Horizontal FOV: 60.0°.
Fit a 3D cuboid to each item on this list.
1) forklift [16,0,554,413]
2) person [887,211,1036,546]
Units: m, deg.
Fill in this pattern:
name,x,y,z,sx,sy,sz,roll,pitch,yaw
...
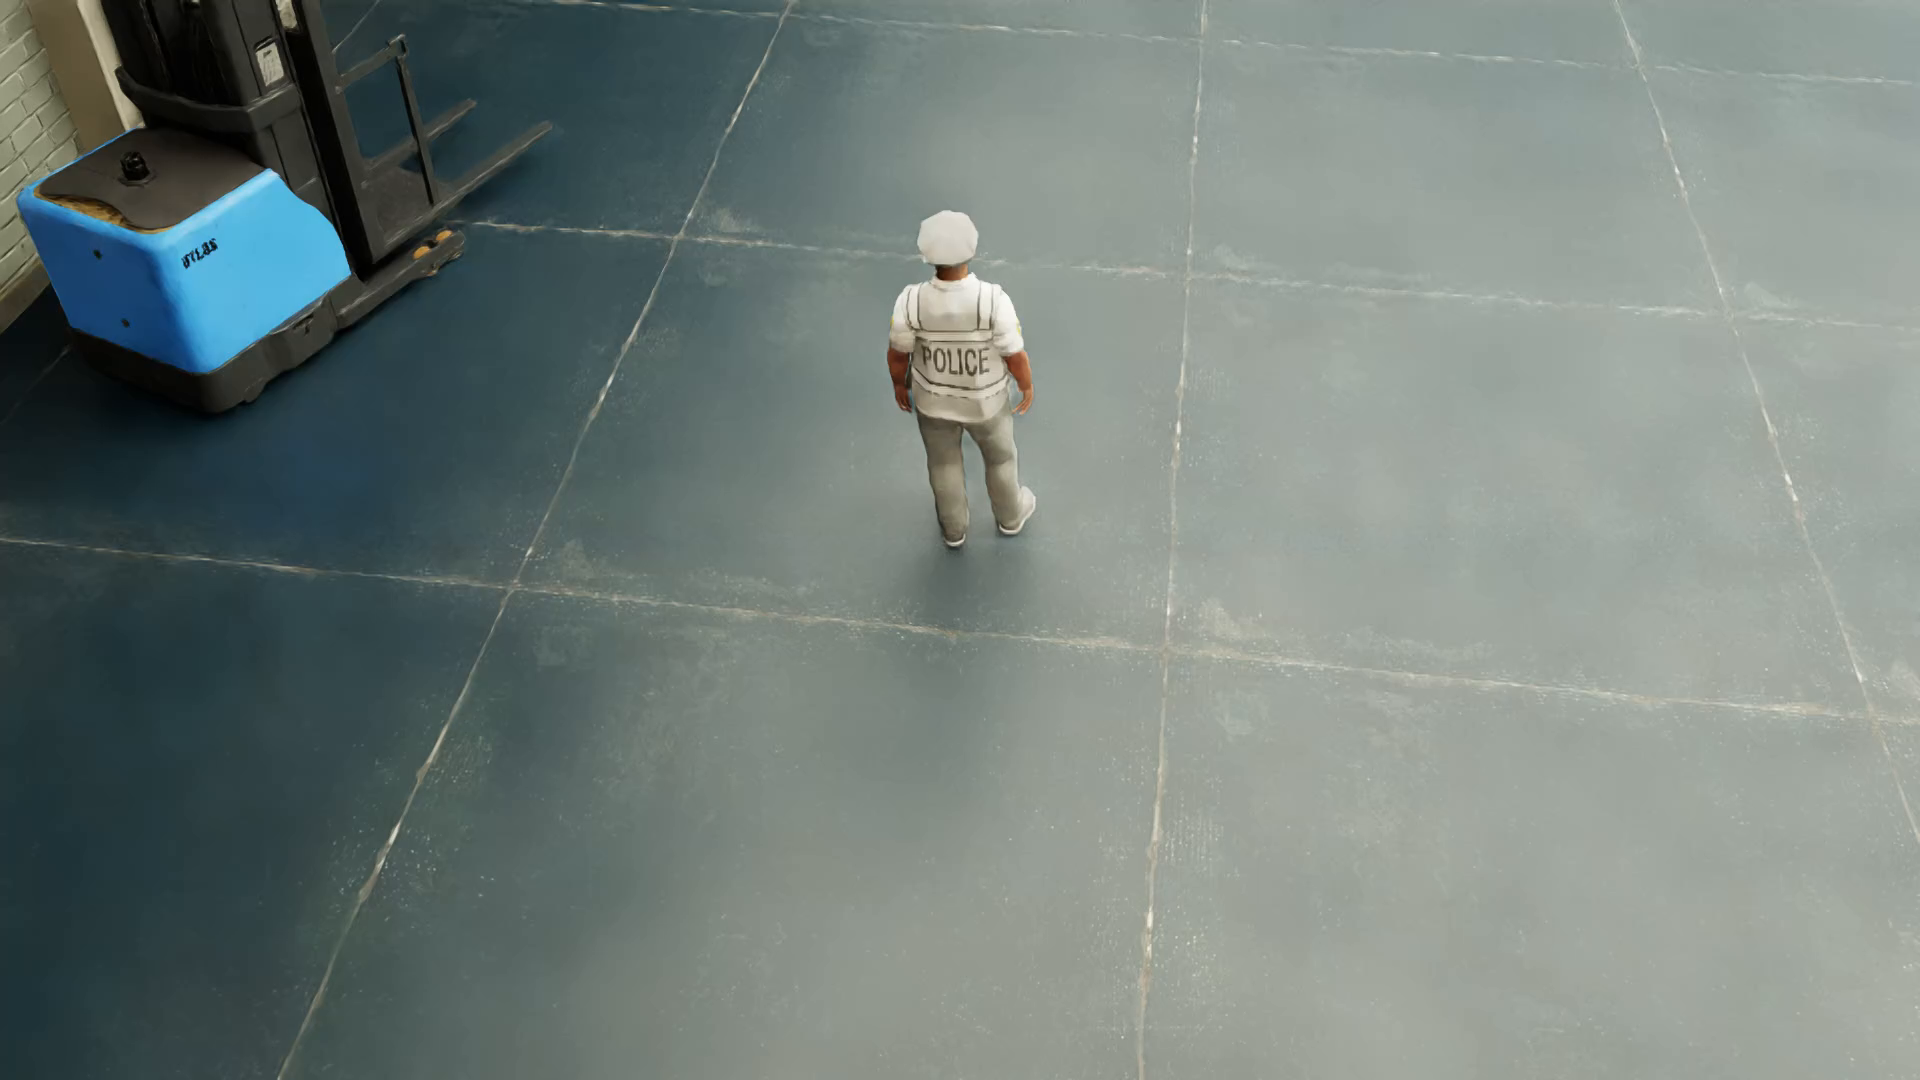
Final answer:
name,x,y,z,sx,sy,sz,roll,pitch,yaw
forklift,-3.537,-2.723,8.688,1.130,2.935,3.031,19,46,20
person,0.022,-0.712,7.339,0.640,1.778,0.574,5,43,6
